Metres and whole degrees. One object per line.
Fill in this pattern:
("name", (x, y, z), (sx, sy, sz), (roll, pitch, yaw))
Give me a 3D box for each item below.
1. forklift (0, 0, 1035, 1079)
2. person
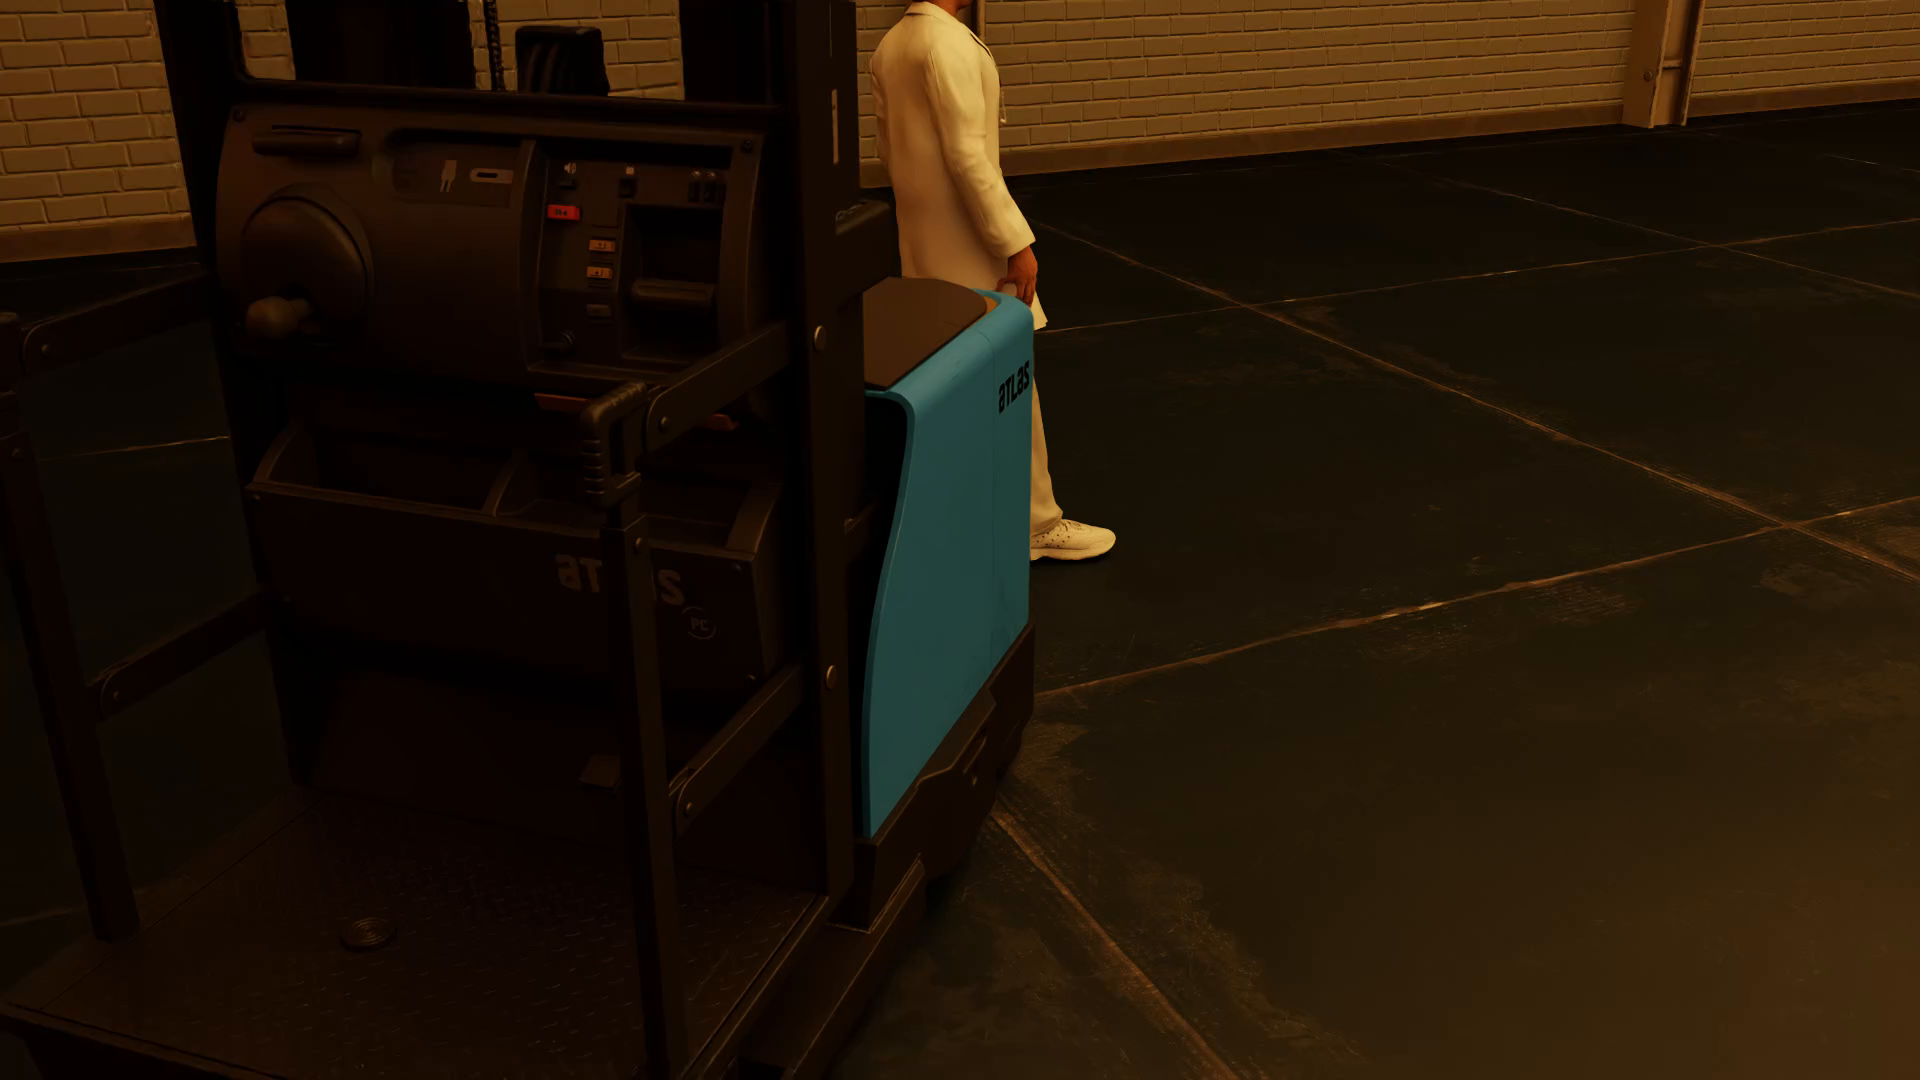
("forklift", (-0.793, -0.427, 2.314), (1.130, 2.935, 3.031), (8, 24, 18))
("person", (0.084, -0.840, 4.794), (0.581, 1.775, 0.694), (-10, 25, -23))
